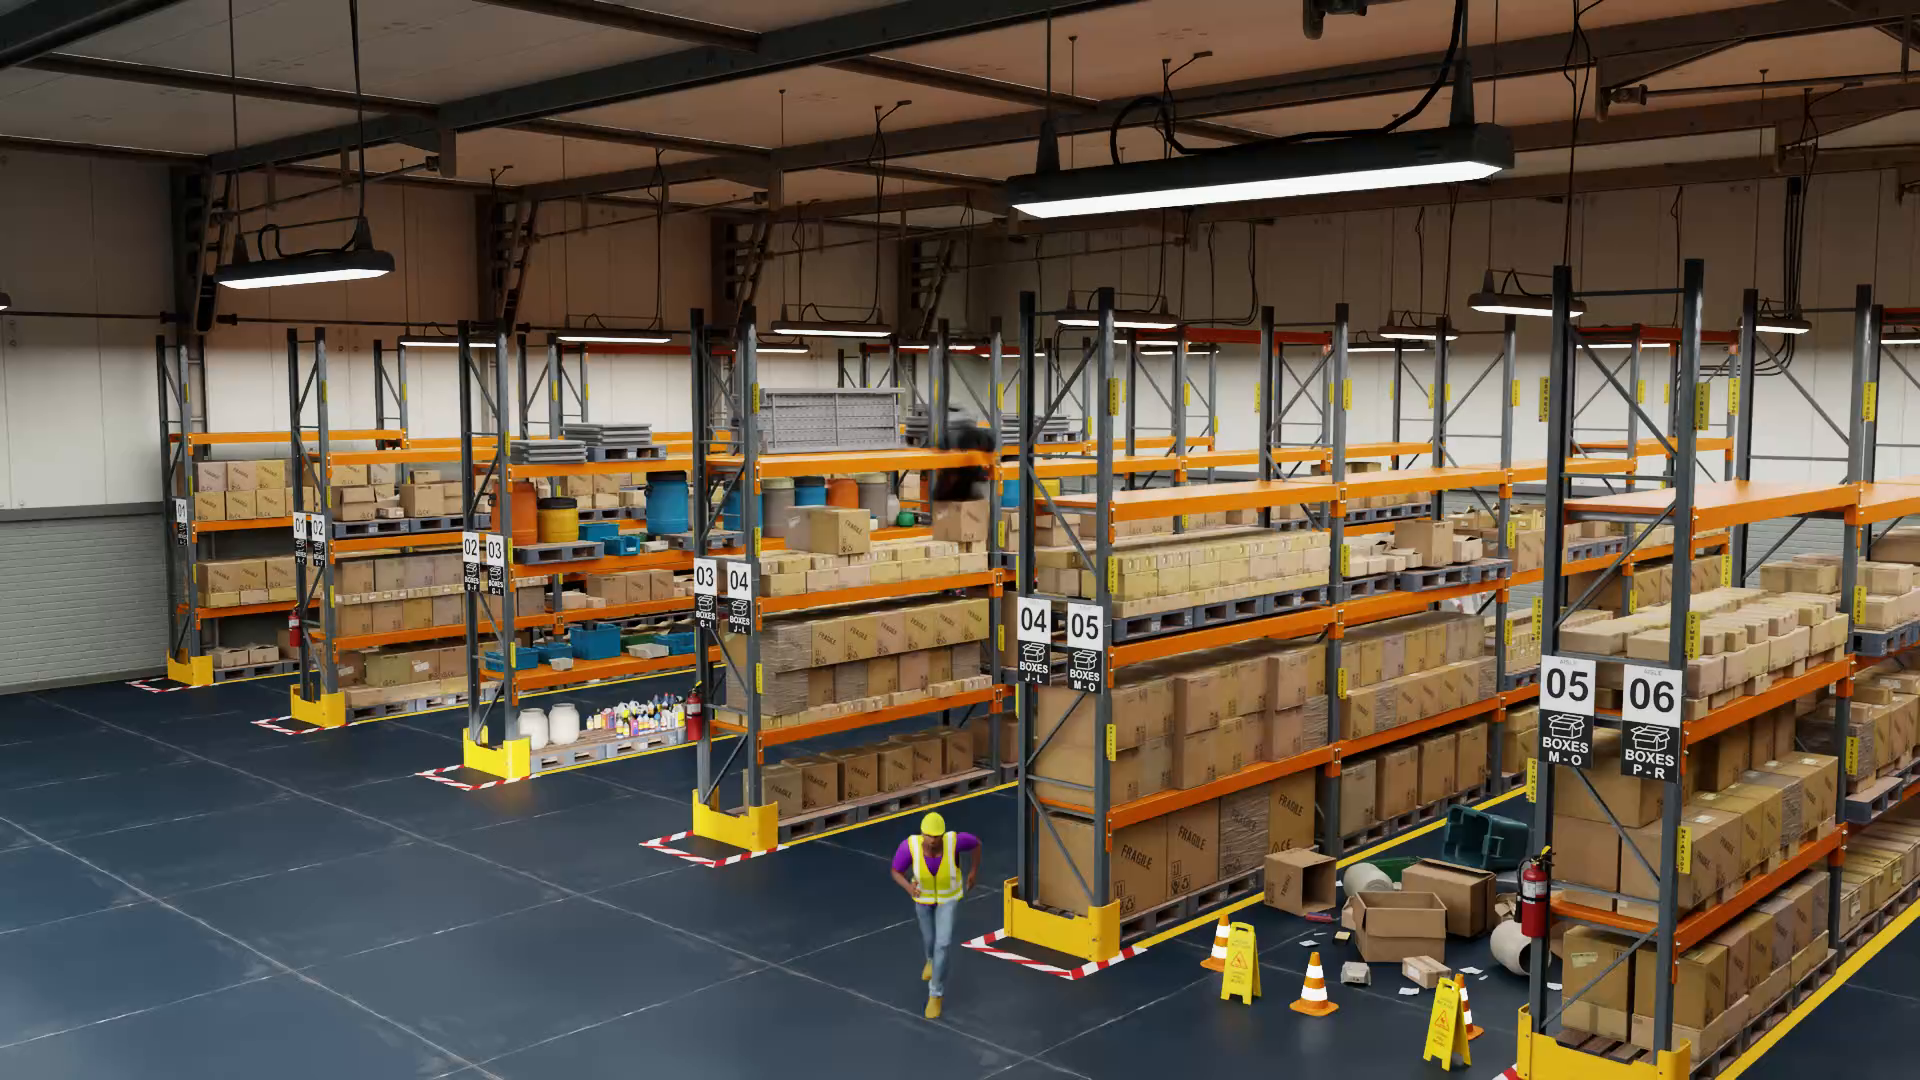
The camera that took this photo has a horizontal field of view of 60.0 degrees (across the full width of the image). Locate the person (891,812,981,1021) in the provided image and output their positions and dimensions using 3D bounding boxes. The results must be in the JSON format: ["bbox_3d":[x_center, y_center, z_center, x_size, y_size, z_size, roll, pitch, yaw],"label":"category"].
[{"bbox_3d":[-0.196,3.035,13.930,0.749,1.712,1.038,0,5,1],"label":"person"}]

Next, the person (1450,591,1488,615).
[{"bbox_3d":[9.562,1.385,31.132,0.699,1.795,0.768,-2,6,-16],"label":"person"}]
